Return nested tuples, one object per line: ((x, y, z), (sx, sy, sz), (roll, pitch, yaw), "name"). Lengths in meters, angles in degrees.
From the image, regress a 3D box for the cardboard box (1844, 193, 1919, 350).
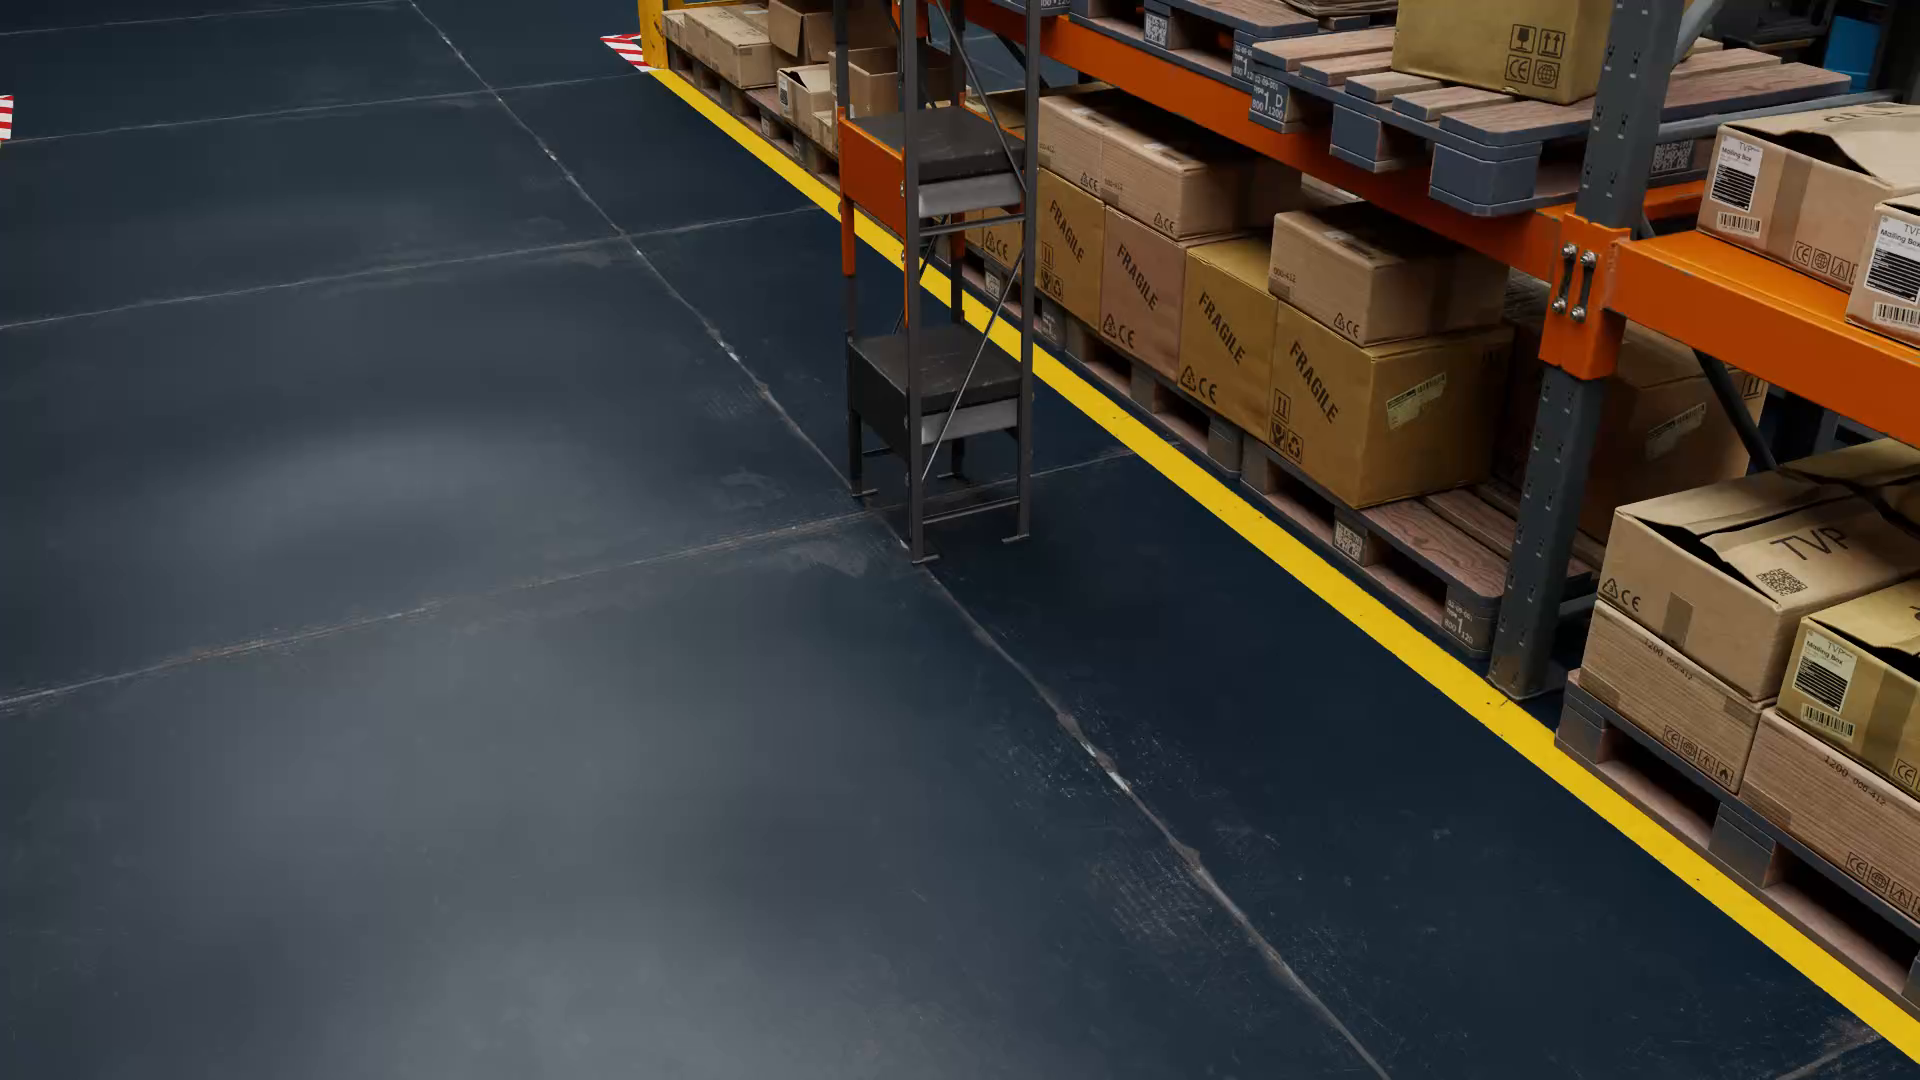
((2.127, -0.524, 3.209), (0.500, 0.311, 0.500), (-13, 32, -23), "cardboard box")

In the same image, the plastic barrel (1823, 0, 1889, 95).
((4.895, -2.828, 8.942), (0.600, 0.901, 0.708), (-13, 32, -22), "plastic barrel")

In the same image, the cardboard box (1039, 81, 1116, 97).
((0.672, -1.709, 7.337), (0.500, 0.500, 0.500), (-13, 32, -22), "cardboard box")

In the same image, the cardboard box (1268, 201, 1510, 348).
((1.277, -0.815, 4.976), (0.500, 0.250, 0.500), (-12, 31, -20), "cardboard box")

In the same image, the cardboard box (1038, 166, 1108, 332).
((0.636, -1.147, 6.334), (0.500, 0.500, 0.500), (-13, 32, -21), "cardboard box")

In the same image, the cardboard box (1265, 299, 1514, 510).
((1.305, -0.464, 5.117), (0.500, 0.500, 0.500), (-12, 31, -20), "cardboard box")

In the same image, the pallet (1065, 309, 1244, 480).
((1.112, -0.658, 6.208), (1.003, 0.211, 1.213), (-13, 32, -22), "pallet")

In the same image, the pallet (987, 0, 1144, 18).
((0.446, -2.306, 6.492), (1.003, 0.211, 1.213), (-13, 32, -22), "pallet")

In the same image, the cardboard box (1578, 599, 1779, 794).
((1.878, 0.311, 4.011), (0.500, 0.250, 0.500), (-13, 32, -22), "cardboard box")

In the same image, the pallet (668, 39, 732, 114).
((-1.140, -2.931, 10.261), (1.003, 0.211, 1.213), (-13, 32, -22), "pallet")

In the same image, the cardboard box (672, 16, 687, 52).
((-1.539, -3.121, 10.196), (0.380, 0.166, 0.250), (-13, 32, -22), "cardboard box")

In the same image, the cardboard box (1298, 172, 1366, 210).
((1.312, -1.043, 6.150), (0.500, 0.500, 0.500), (-14, 32, -24), "cardboard box")

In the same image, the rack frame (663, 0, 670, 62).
((-1.516, -4.532, 10.266), (1.000, 3.000, 0.127), (-13, 32, -22), "rack frame")

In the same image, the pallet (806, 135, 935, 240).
((-0.093, -1.853, 8.338), (1.003, 0.211, 1.213), (-13, 32, -22), "pallet")

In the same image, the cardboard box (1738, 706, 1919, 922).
((2.095, 0.532, 3.616), (0.500, 0.250, 0.500), (-14, 32, -23), "cardboard box")

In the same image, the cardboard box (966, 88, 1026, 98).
((0.216, -2.016, 8.077), (0.500, 0.311, 0.500), (-13, 32, -22), "cardboard box")

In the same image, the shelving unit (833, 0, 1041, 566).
((-0.071, -0.989, 4.867), (0.431, 2.100, 0.503), (-13, 32, -22), "shelving unit")

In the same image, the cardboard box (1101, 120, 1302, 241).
((0.834, -1.266, 5.780), (0.500, 0.250, 0.500), (-14, 32, -23), "cardboard box")

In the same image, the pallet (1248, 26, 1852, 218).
((1.564, -1.200, 4.519), (1.213, 0.211, 1.003), (-13, 32, -22), "pallet")

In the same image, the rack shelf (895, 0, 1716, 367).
((1.060, -1.568, 5.715), (1.077, 0.370, 4.000), (-13, 32, -22), "rack shelf")

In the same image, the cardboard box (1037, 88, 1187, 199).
((0.618, -1.488, 6.175), (0.500, 0.250, 0.500), (-13, 32, -22), "cardboard box")

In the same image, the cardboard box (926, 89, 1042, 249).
((0.189, -1.602, 7.147), (0.500, 0.500, 0.500), (-15, 32, -24), "cardboard box")

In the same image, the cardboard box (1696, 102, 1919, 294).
((2.035, -0.790, 3.683), (0.500, 0.311, 0.500), (-11, 31, -19), "cardboard box")

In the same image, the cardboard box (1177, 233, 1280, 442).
((1.083, -0.693, 5.524), (0.500, 0.500, 0.500), (-14, 32, -24), "cardboard box")

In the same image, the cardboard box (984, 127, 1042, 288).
((0.428, -1.369, 6.730), (0.500, 0.500, 0.500), (-13, 32, -21), "cardboard box")

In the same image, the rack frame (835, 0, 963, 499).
((-0.176, -1.097, 5.059), (0.400, 2.100, 0.015), (-13, 32, -22), "rack frame")

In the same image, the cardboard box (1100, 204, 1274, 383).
((0.852, -0.923, 5.936), (0.500, 0.500, 0.500), (-14, 32, -24), "cardboard box")

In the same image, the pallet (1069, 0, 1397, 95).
((1.079, -1.773, 5.541), (1.003, 0.211, 1.213), (-13, 32, -22), "pallet")

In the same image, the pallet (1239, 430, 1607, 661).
((1.632, -0.120, 5.248), (1.003, 0.211, 1.213), (-13, 32, -22), "pallet")

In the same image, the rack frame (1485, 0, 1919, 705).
((1.918, -0.999, 3.964), (1.000, 3.000, 0.127), (-13, 32, -22), "rack frame")

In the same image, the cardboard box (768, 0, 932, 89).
((-0.610, -2.697, 9.096), (0.797, 0.503, 0.637), (-13, 32, -22), "cardboard box")

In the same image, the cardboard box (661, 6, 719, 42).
((-1.647, -3.224, 10.397), (0.380, 0.149, 0.250), (-13, 32, -22), "cardboard box")

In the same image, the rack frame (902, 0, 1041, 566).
((0.034, -0.881, 4.675), (0.400, 2.100, 0.015), (-13, 32, -22), "rack frame")

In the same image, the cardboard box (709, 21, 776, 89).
((-1.110, -2.784, 9.509), (0.500, 0.250, 0.500), (-13, 32, -22), "cardboard box")

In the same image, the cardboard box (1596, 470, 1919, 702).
((1.878, 0.066, 3.874), (0.500, 0.311, 0.500), (-12, 31, -20), "cardboard box")

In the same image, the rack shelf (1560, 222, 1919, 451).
((2.777, 0.199, 2.564), (1.077, 0.370, 4.000), (-13, 32, -22), "rack shelf")

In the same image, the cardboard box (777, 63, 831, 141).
((-0.622, -2.308, 8.599), (0.500, 0.311, 0.500), (-13, 32, -22), "cardboard box")

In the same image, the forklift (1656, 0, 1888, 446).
((2.830, -1.917, 5.672), (1.130, 2.935, 3.031), (-13, 32, -22), "forklift")

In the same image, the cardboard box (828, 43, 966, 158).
((-0.300, -2.059, 7.961), (0.500, 0.500, 0.500), (-13, 32, -22), "cardboard box")

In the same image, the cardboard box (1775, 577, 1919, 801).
((2.111, 0.296, 3.463), (0.500, 0.311, 0.500), (-14, 32, -23), "cardboard box")

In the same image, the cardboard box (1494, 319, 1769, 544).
((1.981, -0.361, 4.933), (0.500, 0.500, 0.500), (-12, 31, -20), "cardboard box")

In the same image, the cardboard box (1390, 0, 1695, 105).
((1.546, -1.480, 4.291), (0.700, 0.500, 0.500), (-26, 38, -38), "cardboard box")

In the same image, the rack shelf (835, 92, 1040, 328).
((-0.071, -0.977, 4.874), (0.431, 0.518, 0.480), (-13, 32, -22), "rack shelf")

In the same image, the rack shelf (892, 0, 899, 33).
((-0.657, -3.335, 8.867), (1.077, 0.370, 4.000), (-13, 32, -22), "rack shelf")

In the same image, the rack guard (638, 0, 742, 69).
((-1.483, -3.409, 10.818), (1.175, 0.500, 0.348), (-13, 32, -22), "rack guard")

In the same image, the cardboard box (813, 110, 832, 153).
((-0.515, -2.059, 8.320), (0.380, 0.149, 0.250), (-13, 32, -22), "cardboard box")

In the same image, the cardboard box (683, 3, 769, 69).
((-1.324, -3.004, 9.903), (0.500, 0.250, 0.500), (-13, 32, -22), "cardboard box")

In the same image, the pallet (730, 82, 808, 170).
((-0.620, -2.392, 9.301), (1.003, 0.211, 1.213), (-13, 32, -22), "pallet")

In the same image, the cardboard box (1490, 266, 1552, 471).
((1.751, -0.591, 5.344), (0.500, 0.500, 0.500), (-14, 32, -24), "cardboard box")

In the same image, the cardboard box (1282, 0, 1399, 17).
((1.326, -1.924, 5.083), (0.700, 0.500, 0.500), (-7, 30, -13), "cardboard box")

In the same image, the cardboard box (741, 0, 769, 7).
((-1.060, -3.446, 10.434), (0.500, 0.500, 0.500), (-13, 32, -22), "cardboard box")

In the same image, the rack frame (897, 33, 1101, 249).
((0.201, -2.766, 7.115), (1.000, 3.000, 0.127), (-13, 32, -22), "rack frame")

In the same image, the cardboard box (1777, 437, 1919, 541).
((2.366, -0.047, 4.076), (0.500, 0.311, 0.500), (-12, 32, -21), "cardboard box")

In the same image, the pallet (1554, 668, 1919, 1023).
((2.237, 0.589, 3.983), (1.003, 0.211, 1.213), (-13, 32, -22), "pallet")

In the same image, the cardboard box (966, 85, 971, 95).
((-0.164, -2.332, 8.790), (0.380, 0.166, 0.250), (-13, 32, -22), "cardboard box")

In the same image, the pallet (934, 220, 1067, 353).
((0.585, -1.198, 7.171), (1.003, 0.211, 1.213), (-13, 32, -22), "pallet")

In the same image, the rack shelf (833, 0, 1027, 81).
((-0.071, -1.588, 4.531), (0.431, 0.518, 0.480), (-13, 32, -22), "rack shelf")

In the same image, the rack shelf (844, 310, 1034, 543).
((-0.071, -0.367, 5.216), (0.431, 0.518, 0.480), (-13, 32, -22), "rack shelf")
